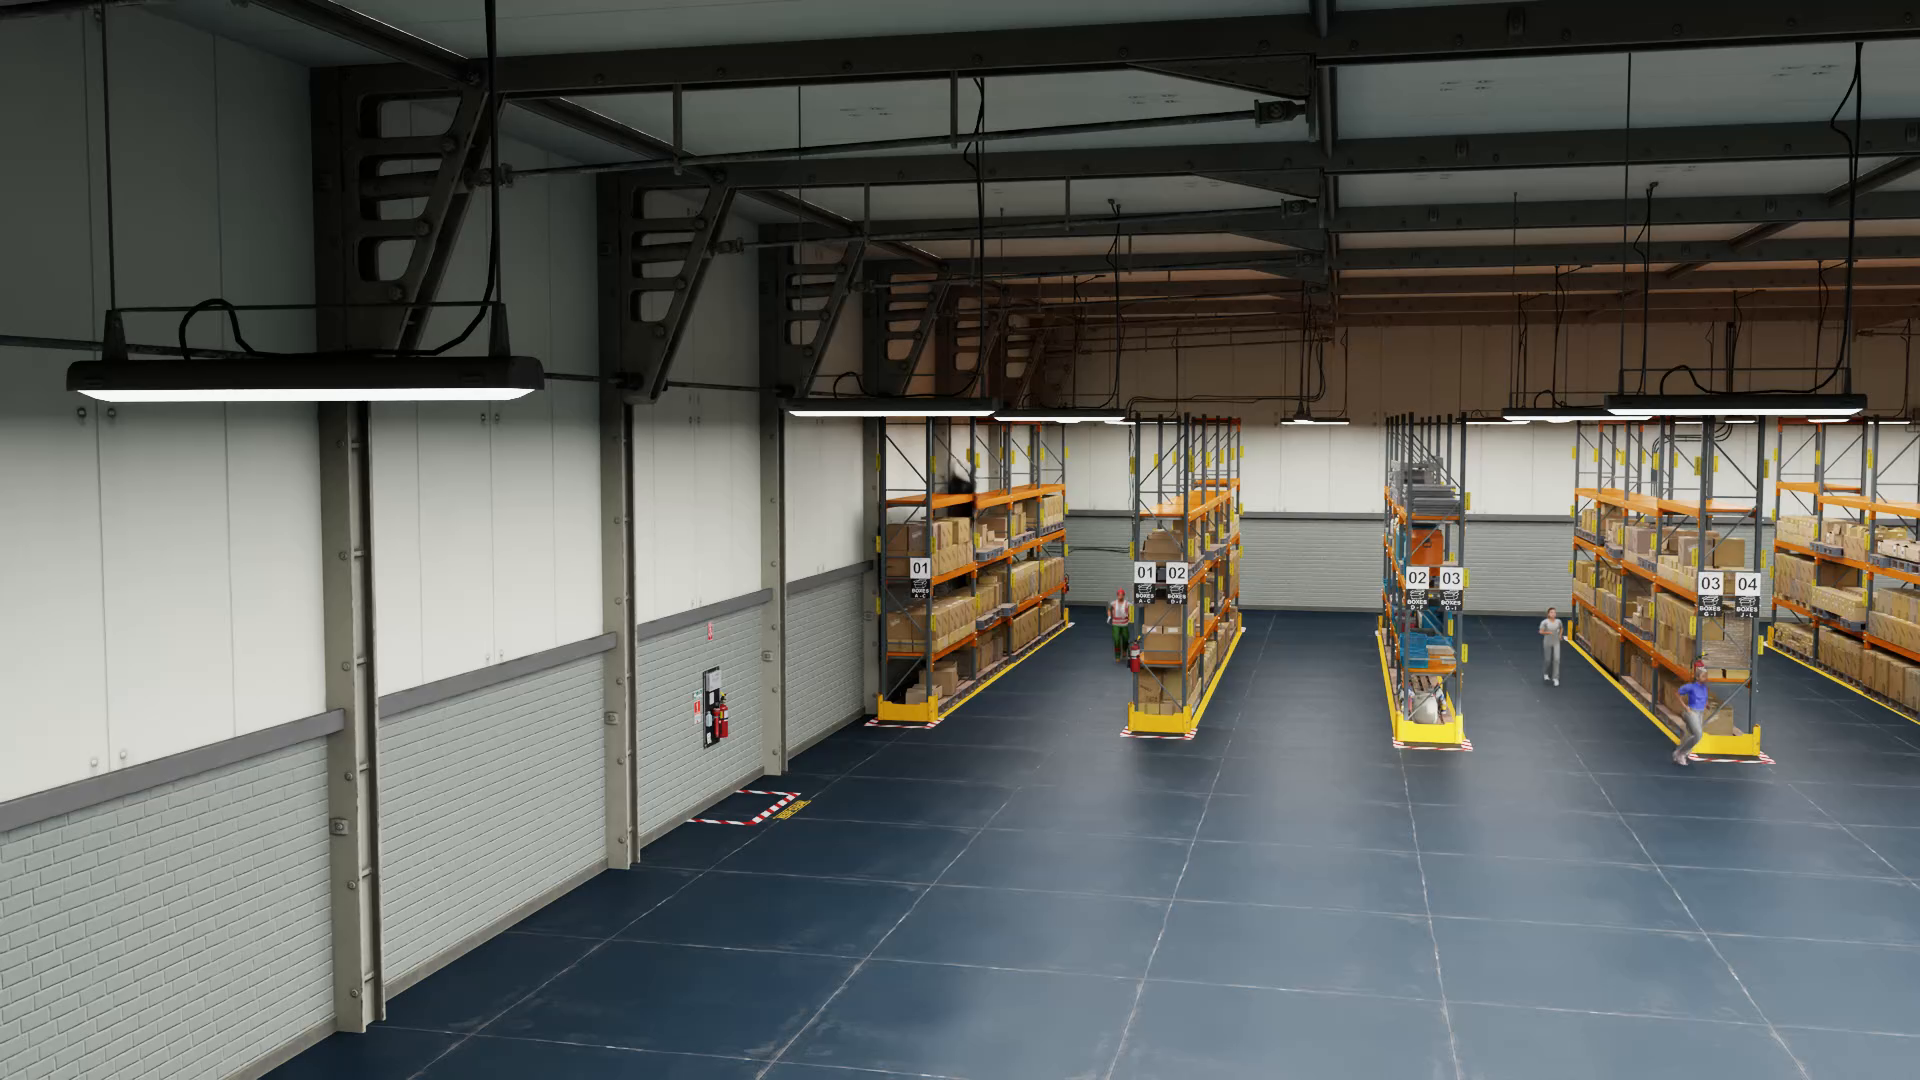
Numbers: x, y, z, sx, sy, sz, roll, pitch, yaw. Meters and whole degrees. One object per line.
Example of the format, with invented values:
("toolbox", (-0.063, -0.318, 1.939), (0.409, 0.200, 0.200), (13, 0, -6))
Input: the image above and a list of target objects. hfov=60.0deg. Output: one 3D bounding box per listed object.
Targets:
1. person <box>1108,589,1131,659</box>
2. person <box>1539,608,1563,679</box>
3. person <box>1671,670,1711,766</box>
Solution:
("person", (3.927, 2.054, 40.573), (0.629, 1.712, 0.777), (1, 4, 9))
("person", (13.216, 2.291, 37.170), (0.559, 1.574, 0.751), (0, 4, 7))
("person", (12.462, 3.105, 28.222), (0.579, 1.428, 0.609), (-2, 5, -32))
